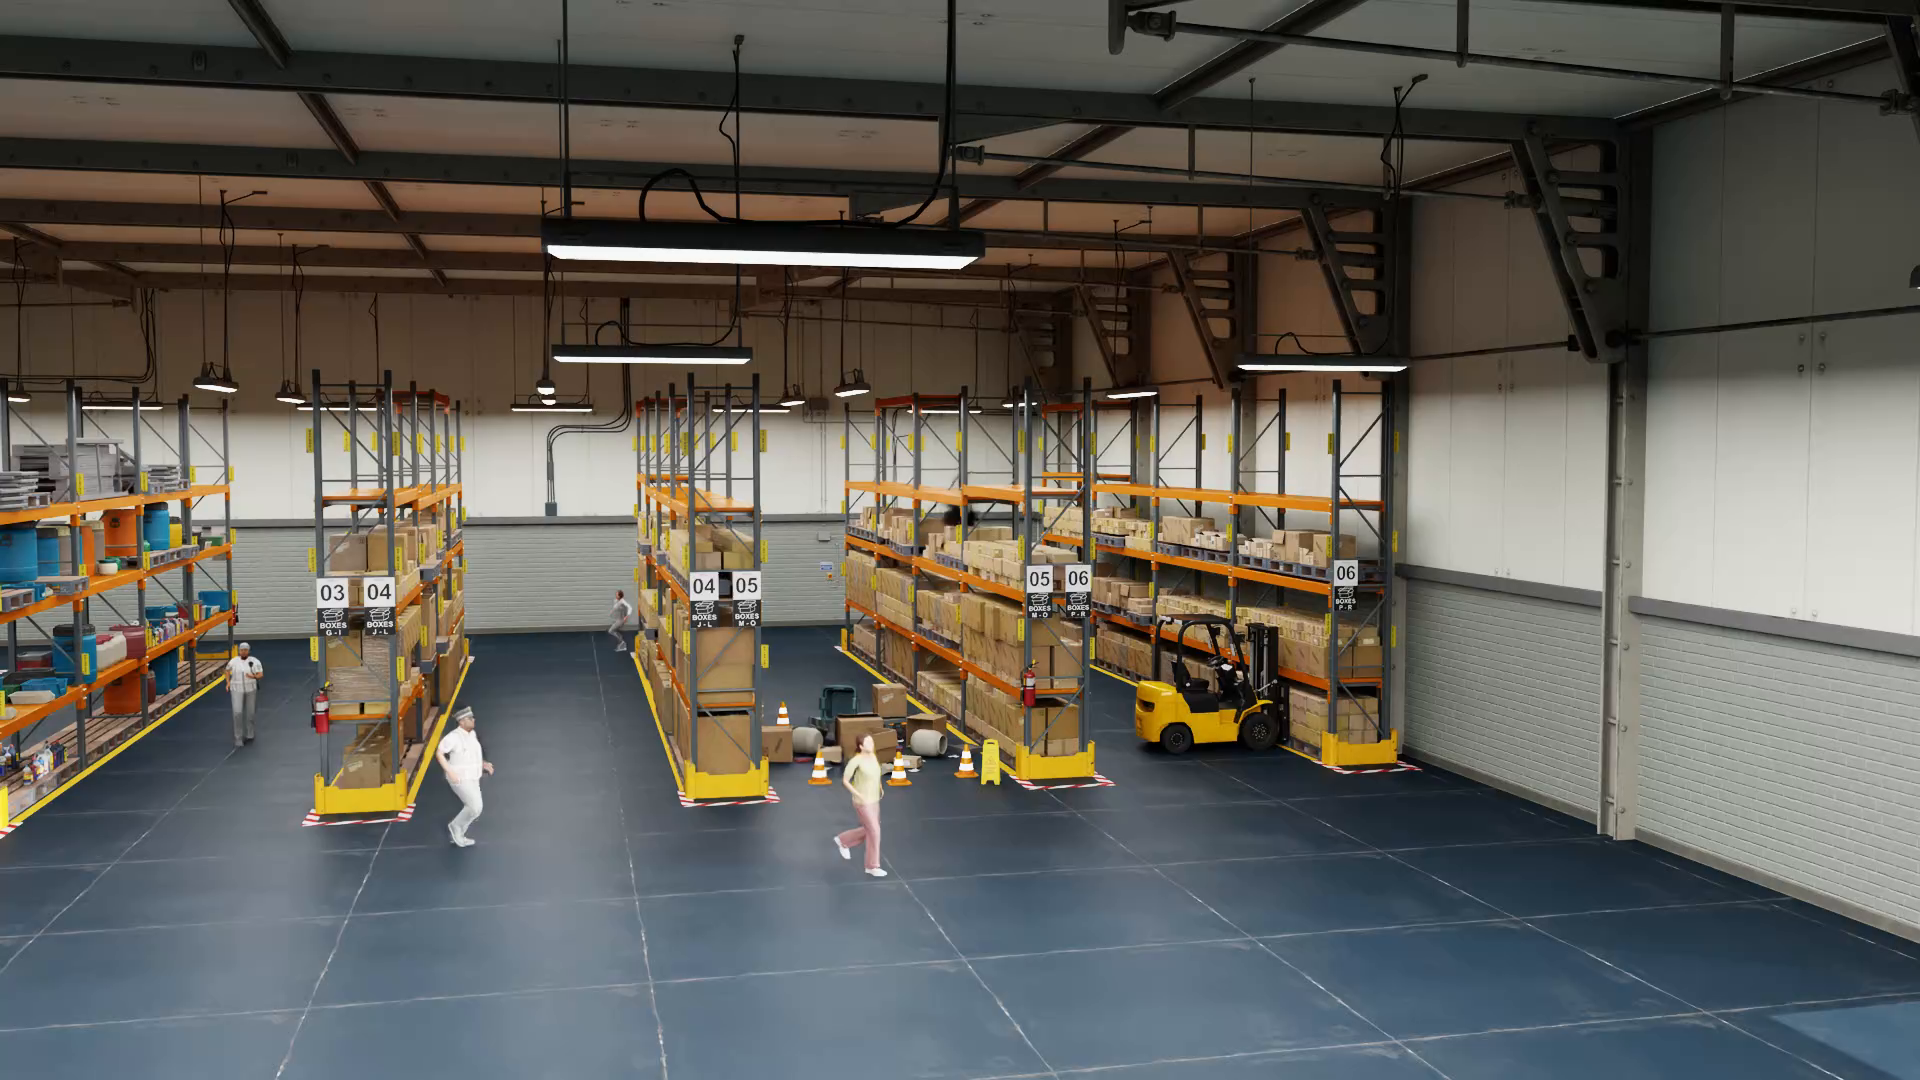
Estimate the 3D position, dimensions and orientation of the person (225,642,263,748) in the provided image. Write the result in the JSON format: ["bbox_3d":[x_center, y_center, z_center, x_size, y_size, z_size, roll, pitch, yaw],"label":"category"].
[{"bbox_3d":[-11.953,2.567,27.784,0.582,1.726,0.775,-2,4,-25],"label":"person"}]

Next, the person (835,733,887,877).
[{"bbox_3d":[-1.160,3.054,19.381,0.751,1.661,0.575,2,4,34],"label":"person"}]

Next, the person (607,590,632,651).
[{"bbox_3d":[-8.202,1.948,40.008,0.557,1.516,0.657,-2,4,-37],"label":"person"}]

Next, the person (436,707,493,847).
[{"bbox_3d":[-6.106,2.937,20.623,0.580,1.741,0.662,1,3,14],"label":"person"}]
